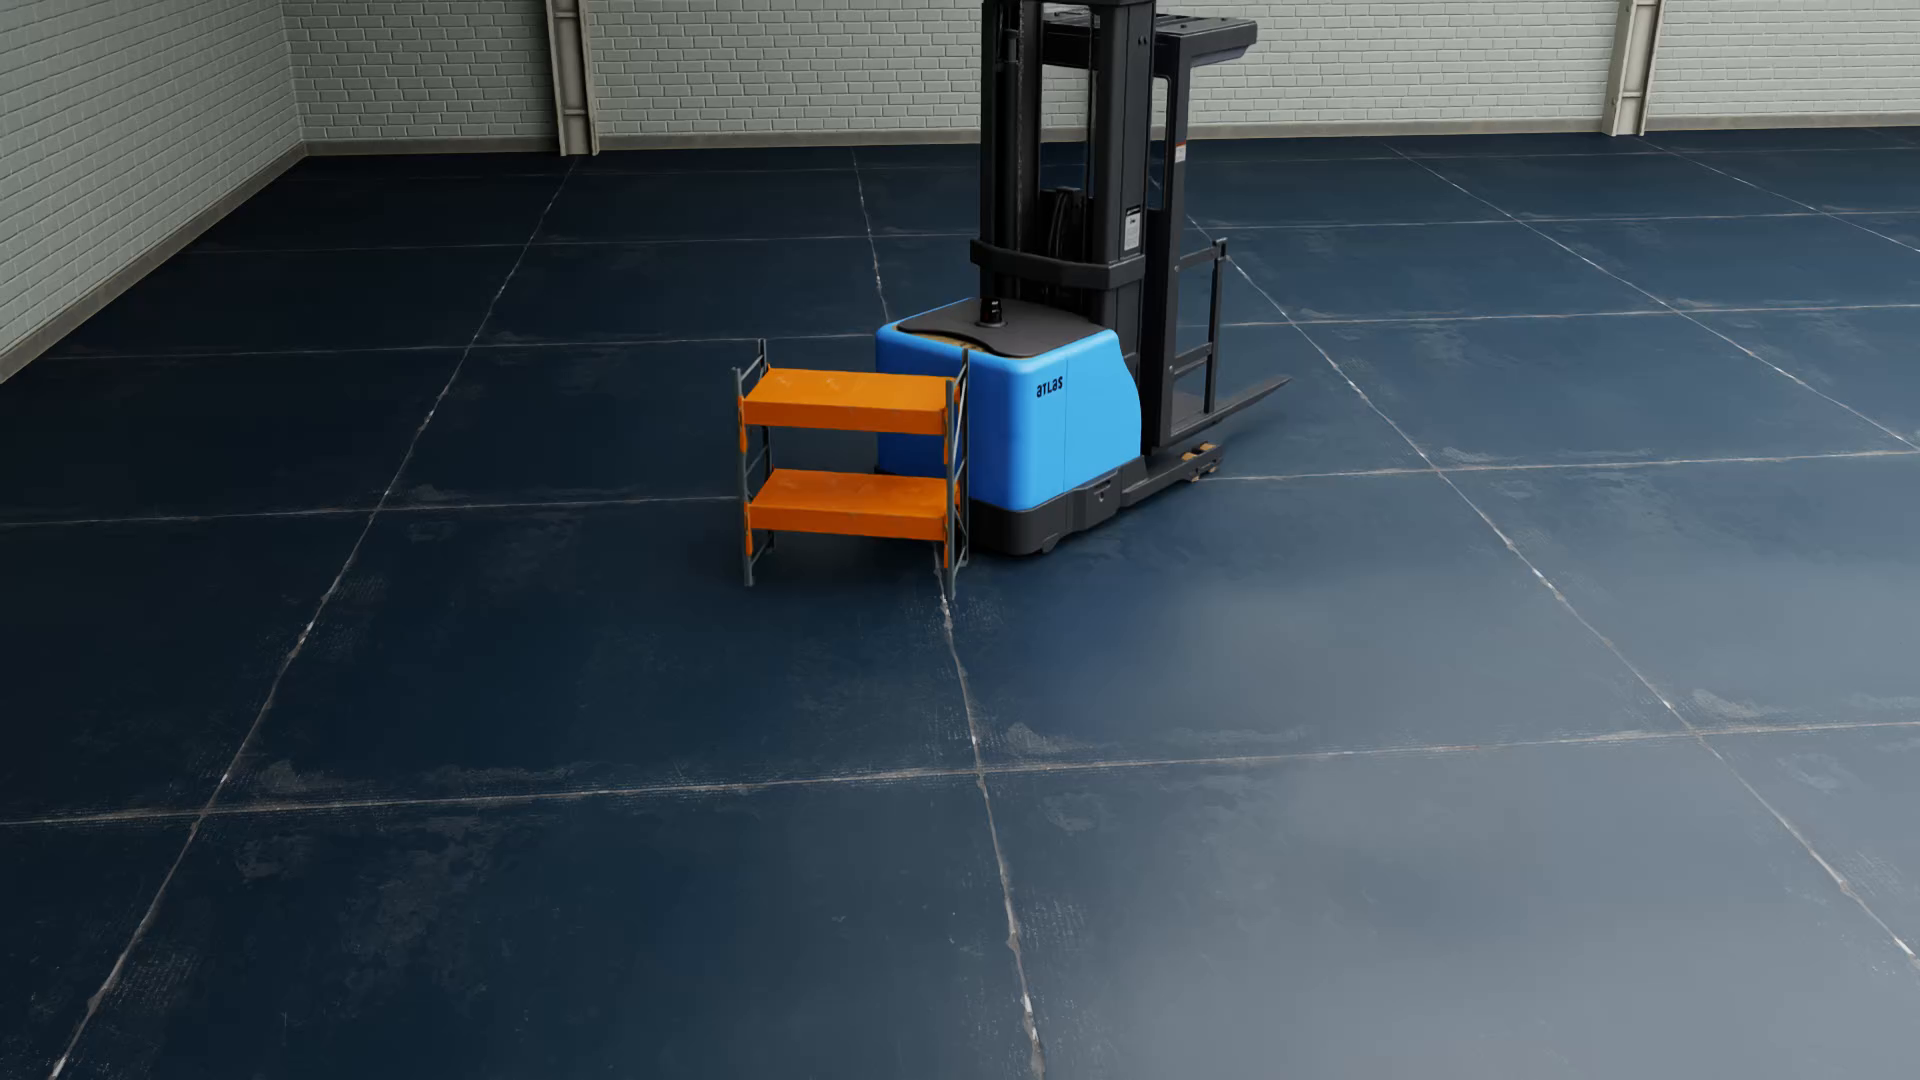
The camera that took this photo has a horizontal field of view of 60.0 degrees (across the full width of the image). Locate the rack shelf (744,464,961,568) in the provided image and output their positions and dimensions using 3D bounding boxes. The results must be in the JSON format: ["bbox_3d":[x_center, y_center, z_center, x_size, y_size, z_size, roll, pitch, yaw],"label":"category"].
[{"bbox_3d":[-0.512,-0.125,8.249,1.000,0.278,0.538,4,24,8],"label":"rack shelf"}]

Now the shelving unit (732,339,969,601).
[{"bbox_3d":[-0.512,-0.349,8.150,1.048,1.125,0.538,4,24,8],"label":"shelving unit"}]

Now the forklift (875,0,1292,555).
[{"bbox_3d":[0.875,-1.786,9.160,1.130,2.935,3.031,19,30,36],"label":"forklift"}]

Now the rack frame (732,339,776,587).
[{"bbox_3d":[-1.014,-0.381,8.223,0.032,1.125,0.500,4,24,8],"label":"rack frame"}]

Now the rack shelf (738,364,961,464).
[{"bbox_3d":[-0.512,-0.616,8.031,1.000,0.278,0.538,4,24,8],"label":"rack shelf"}]

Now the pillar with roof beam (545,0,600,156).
[{"bbox_3d":[-3.775,-6.652,12.637,0.400,9.000,9.100,-2,24,-5],"label":"pillar with roof beam"}]

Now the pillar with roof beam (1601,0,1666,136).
[{"bbox_3d":[8.167,-7.131,13.715,0.400,9.000,9.100,-2,24,-5],"label":"pillar with roof beam"}]

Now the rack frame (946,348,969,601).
[{"bbox_3d":[-0.010,-0.316,8.077,0.032,1.125,0.500,4,24,8],"label":"rack frame"}]
